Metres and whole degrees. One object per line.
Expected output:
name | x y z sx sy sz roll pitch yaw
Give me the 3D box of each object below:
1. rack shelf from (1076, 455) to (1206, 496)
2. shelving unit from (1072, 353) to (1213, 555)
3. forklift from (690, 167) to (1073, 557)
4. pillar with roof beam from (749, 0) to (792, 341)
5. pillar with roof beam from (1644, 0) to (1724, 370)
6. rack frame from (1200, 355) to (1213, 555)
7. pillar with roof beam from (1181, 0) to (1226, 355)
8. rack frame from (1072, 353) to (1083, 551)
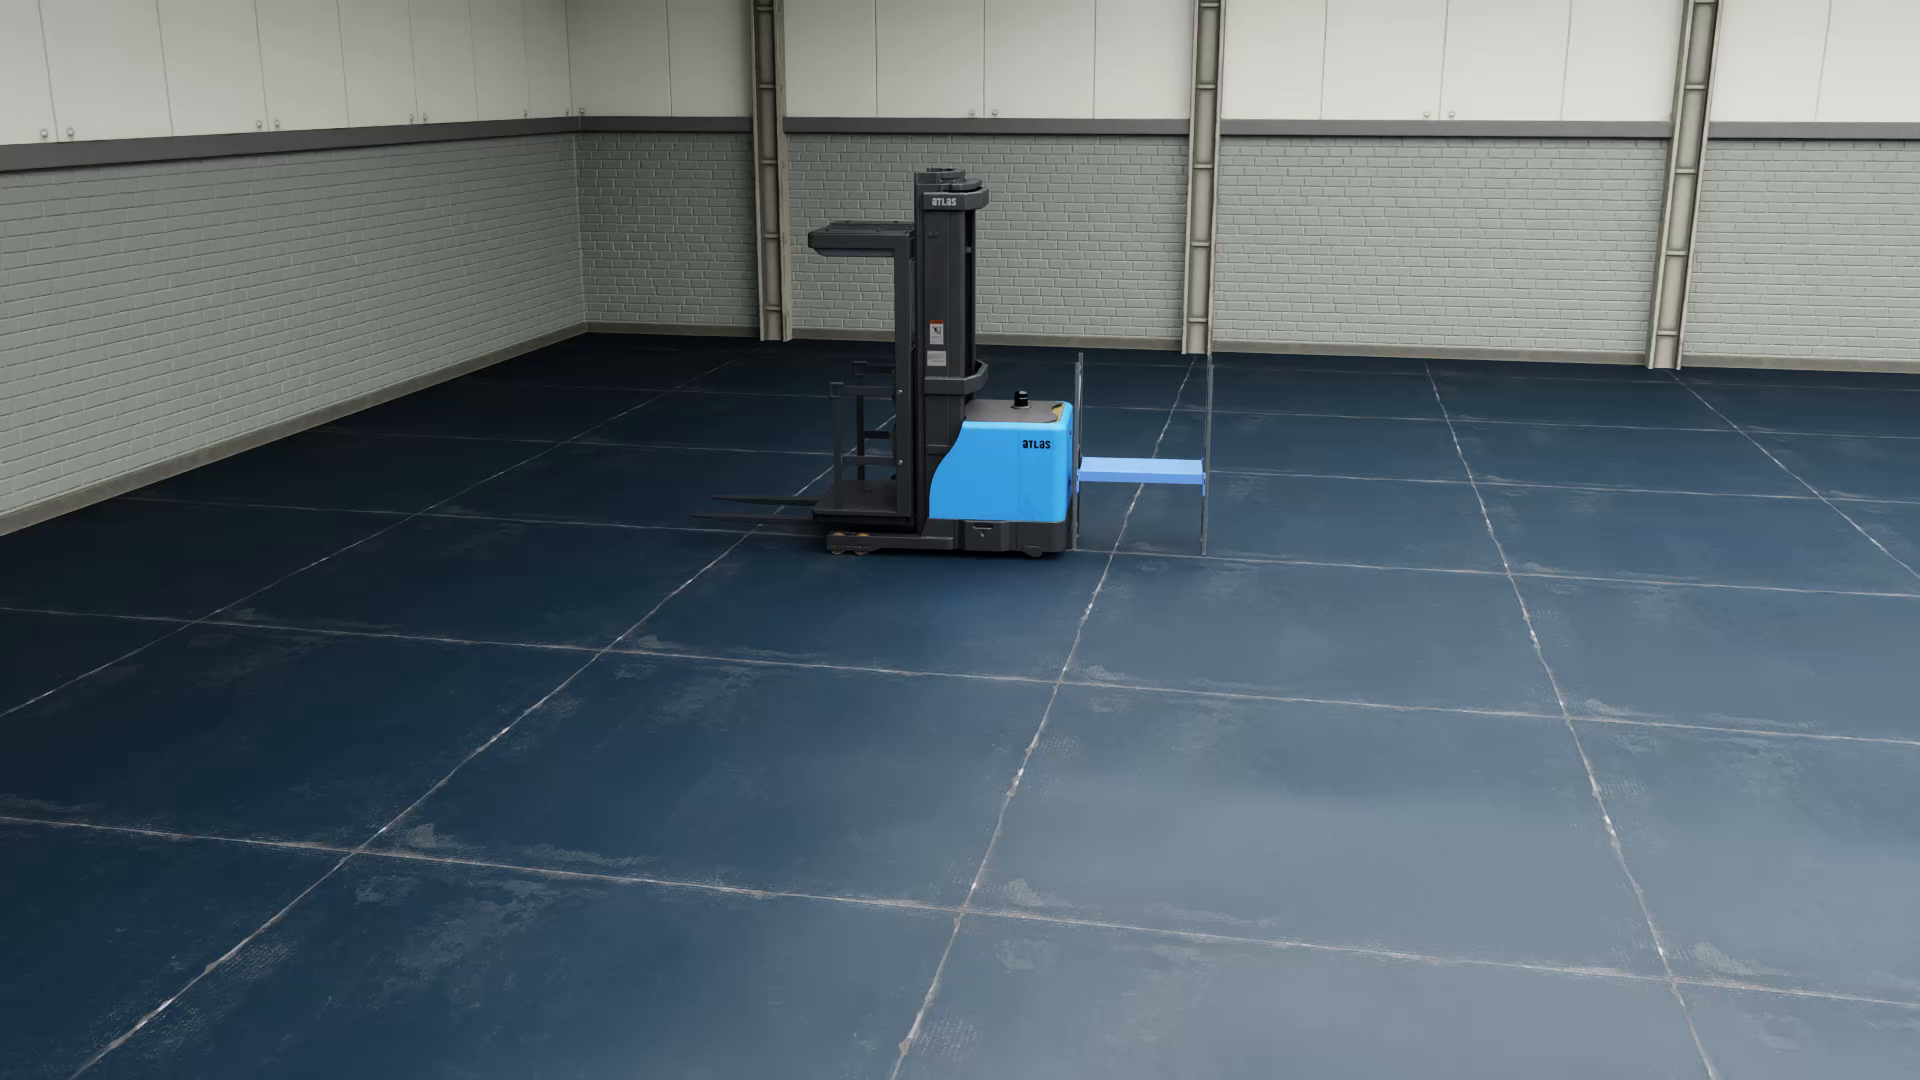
rack shelf | 1.439 -0.514 13.211 1.000 0.185 0.538 2 16 7
shelving unit | 1.439 -0.687 13.163 1.048 1.500 0.538 2 16 7
forklift | -0.626 -1.433 13.175 3.031 2.935 1.130 2 16 7
pillar with roof beam | -3.498 -6.095 18.638 0.400 9.000 9.100 3 16 11
pillar with roof beam | 8.262 -5.457 16.334 0.400 9.000 9.100 3 16 11
rack frame | 1.943 -0.670 13.103 0.032 1.500 0.500 2 16 7
pillar with roof beam | 2.382 -5.776 17.486 0.400 9.000 9.100 3 16 11
rack frame | 0.934 -0.704 13.222 0.032 1.500 0.500 2 16 7
